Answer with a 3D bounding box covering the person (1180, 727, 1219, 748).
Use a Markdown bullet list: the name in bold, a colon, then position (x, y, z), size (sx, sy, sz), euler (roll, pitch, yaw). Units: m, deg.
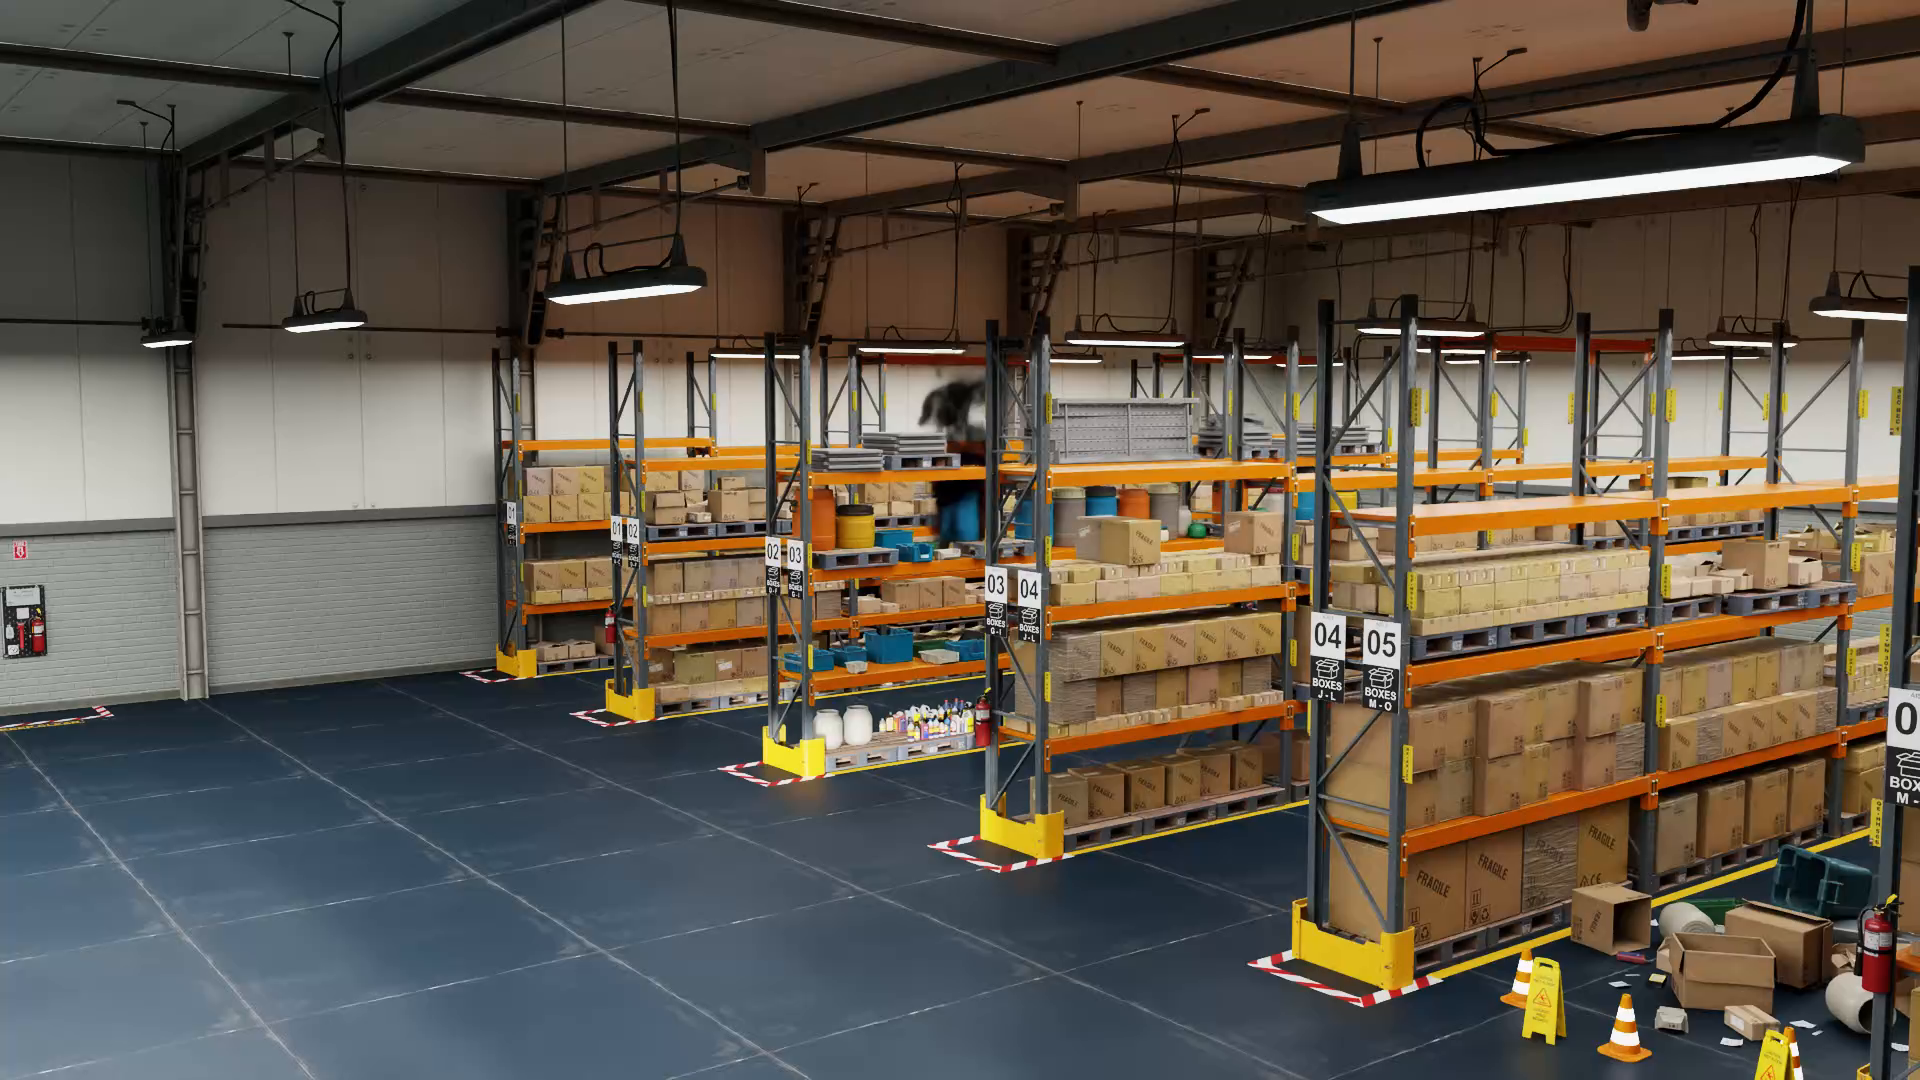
- **person**: position (3.373, 1.936, 23.423), size (0.666, 1.865, 0.897), euler (4, 7, 40)
